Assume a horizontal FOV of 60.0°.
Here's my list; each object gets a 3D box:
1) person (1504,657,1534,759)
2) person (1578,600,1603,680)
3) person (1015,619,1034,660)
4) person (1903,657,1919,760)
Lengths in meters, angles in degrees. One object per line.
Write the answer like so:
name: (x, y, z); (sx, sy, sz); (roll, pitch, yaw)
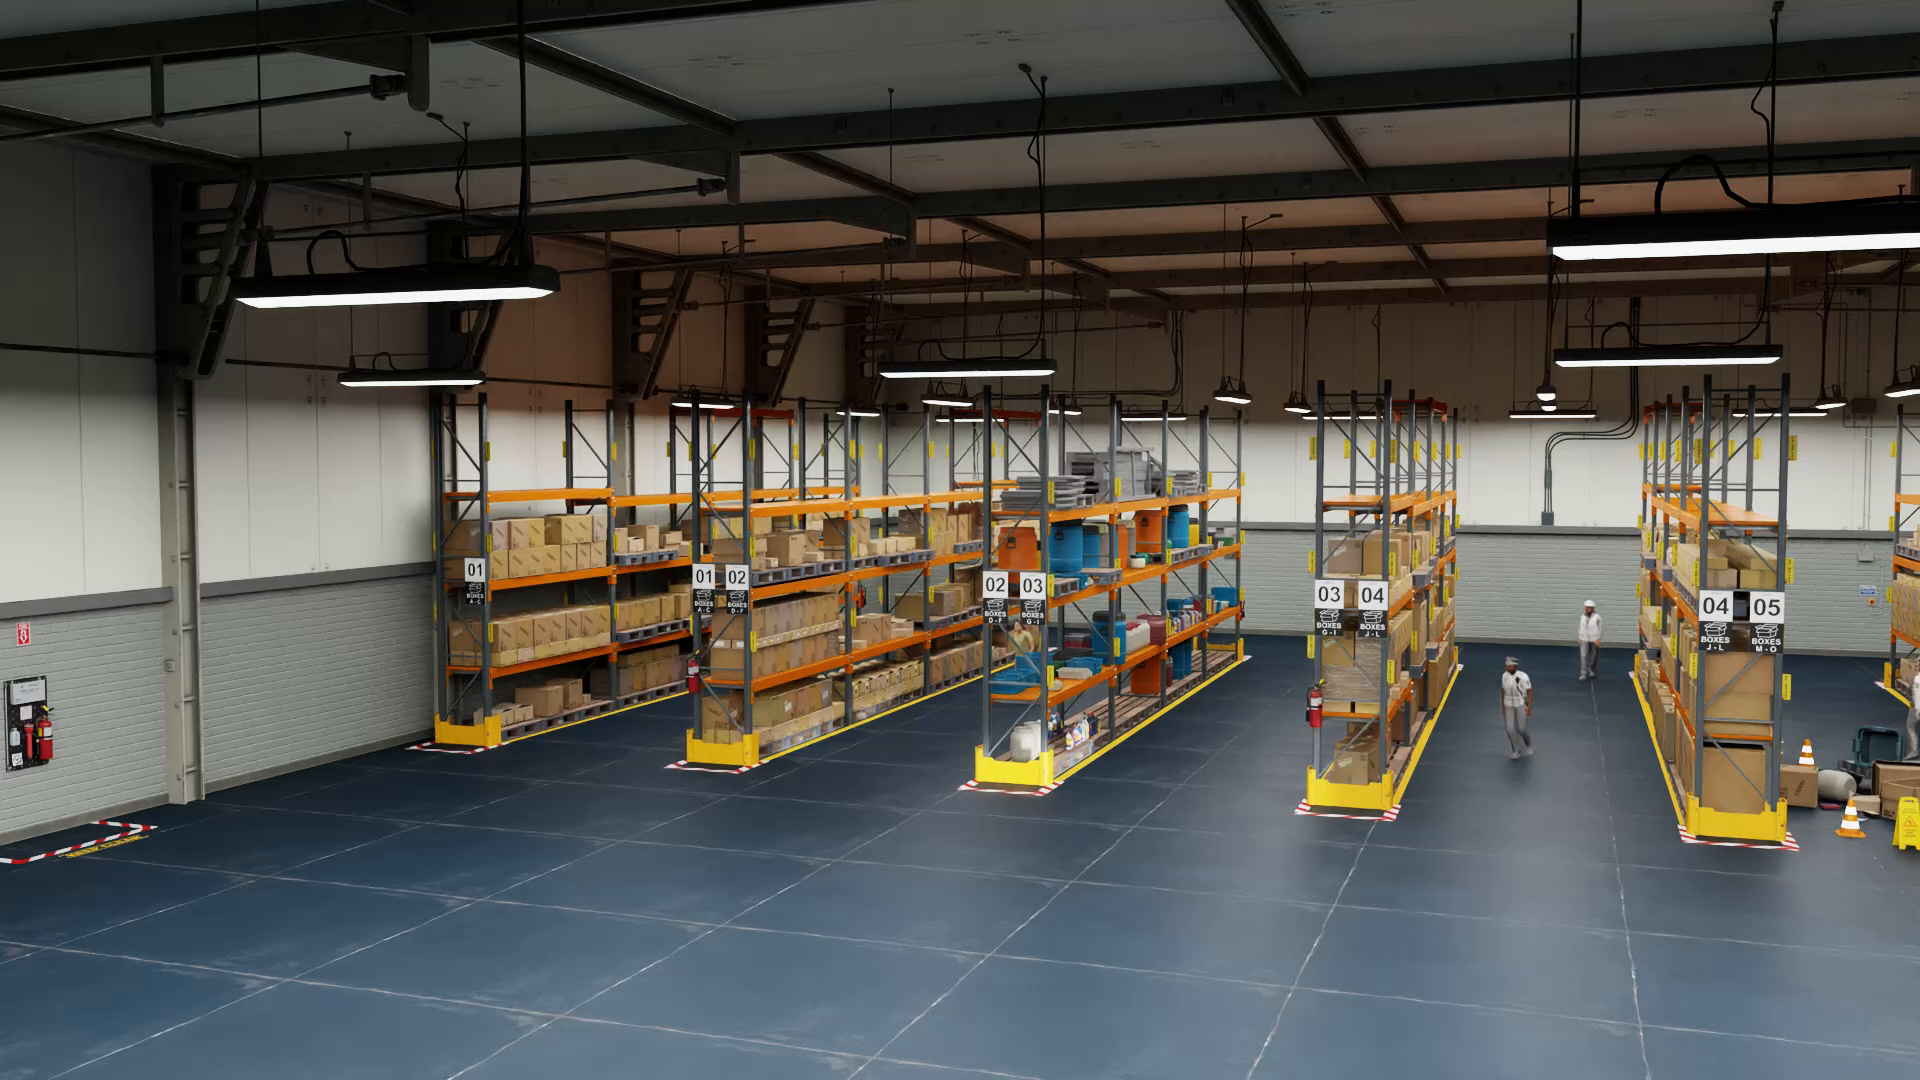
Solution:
person: (9.142, 2.733, 27.219); (0.419, 1.658, 0.483); (3, 4, 40)
person: (13.789, 2.180, 36.371); (0.528, 1.708, 1.024); (1, 3, 23)
person: (1.347, 2.402, 33.548); (0.508, 1.643, 0.647); (2, 4, 39)
person: (15.567, 2.754, 26.792); (0.478, 1.706, 0.526); (0, 3, 3)
